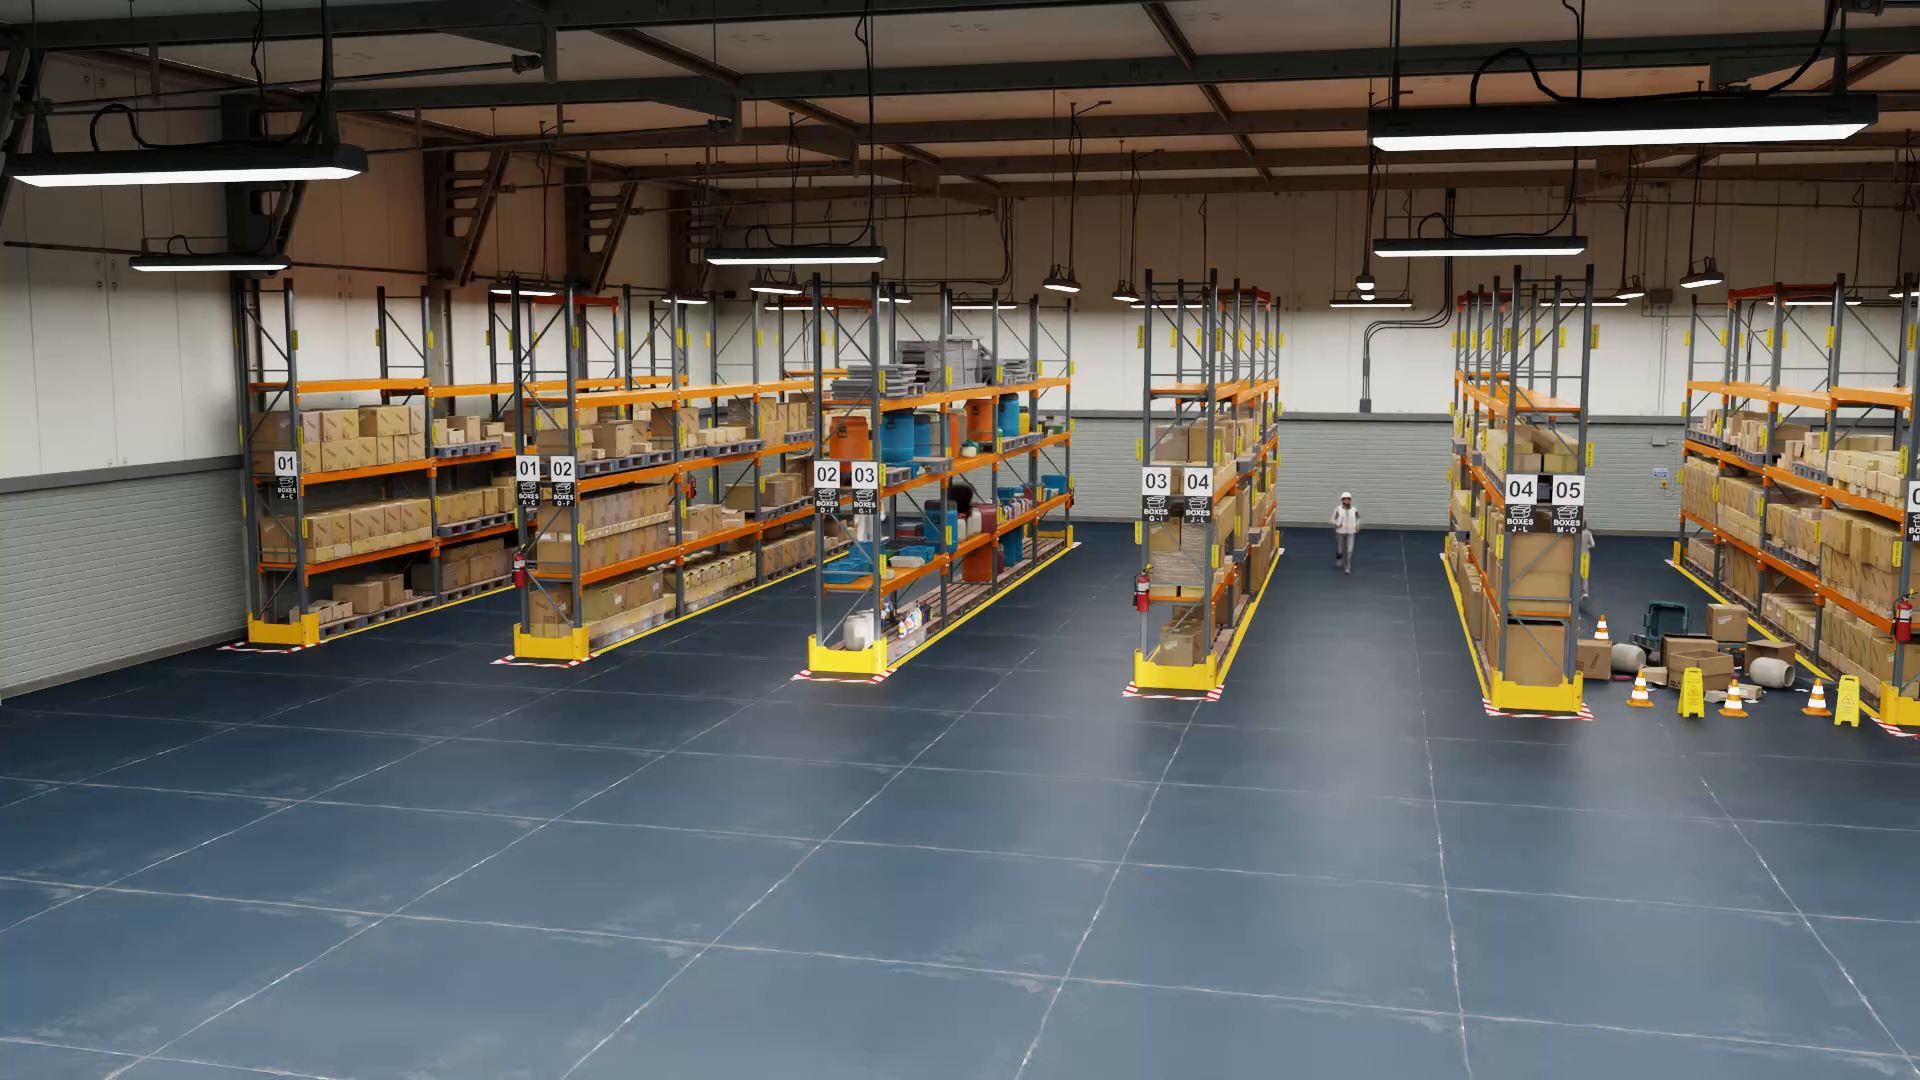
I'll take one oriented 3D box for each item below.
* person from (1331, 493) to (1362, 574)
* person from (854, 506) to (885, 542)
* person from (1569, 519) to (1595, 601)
[{"bbox_3d":[8.347,-0.160,35.931,0.667,1.733,0.760,1,7,7],"label":"person"},{"bbox_3d":[-1.833,-0.155,33.465,0.687,1.789,0.934,1,7,7],"label":"person"},{"bbox_3d":[11.849,0.406,31.729,0.531,1.600,0.817,1,7,6],"label":"person"}]
